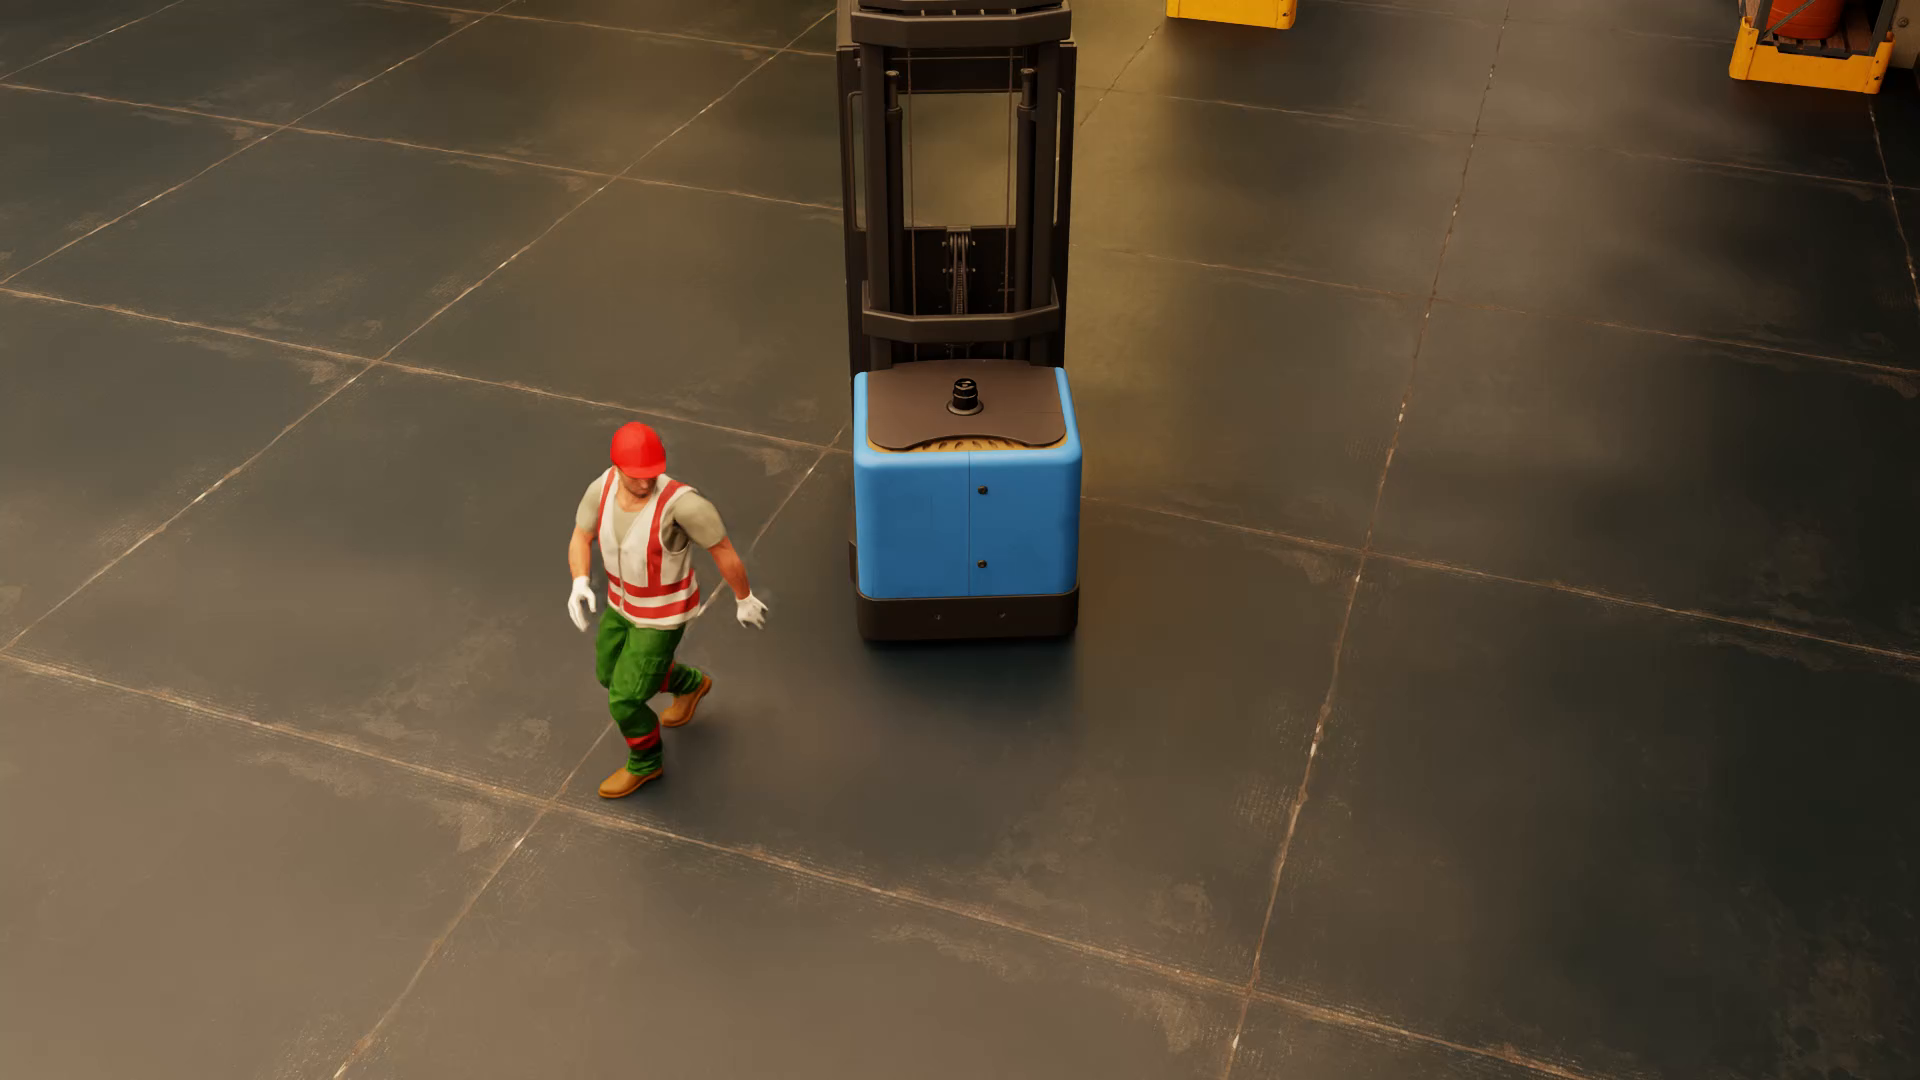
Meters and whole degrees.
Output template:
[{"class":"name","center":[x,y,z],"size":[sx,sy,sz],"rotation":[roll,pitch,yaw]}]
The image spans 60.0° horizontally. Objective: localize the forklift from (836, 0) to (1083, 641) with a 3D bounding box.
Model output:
[{"class":"forklift","center":[-0.029,-1.547,8.293],"size":[1.130,2.935,3.031],"rotation":[-2,35,-2]}]

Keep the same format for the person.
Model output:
[{"class":"person","center":[-1.250,0.271,6.791],"size":[0.735,1.708,0.650],"rotation":[-29,45,-34]}]
